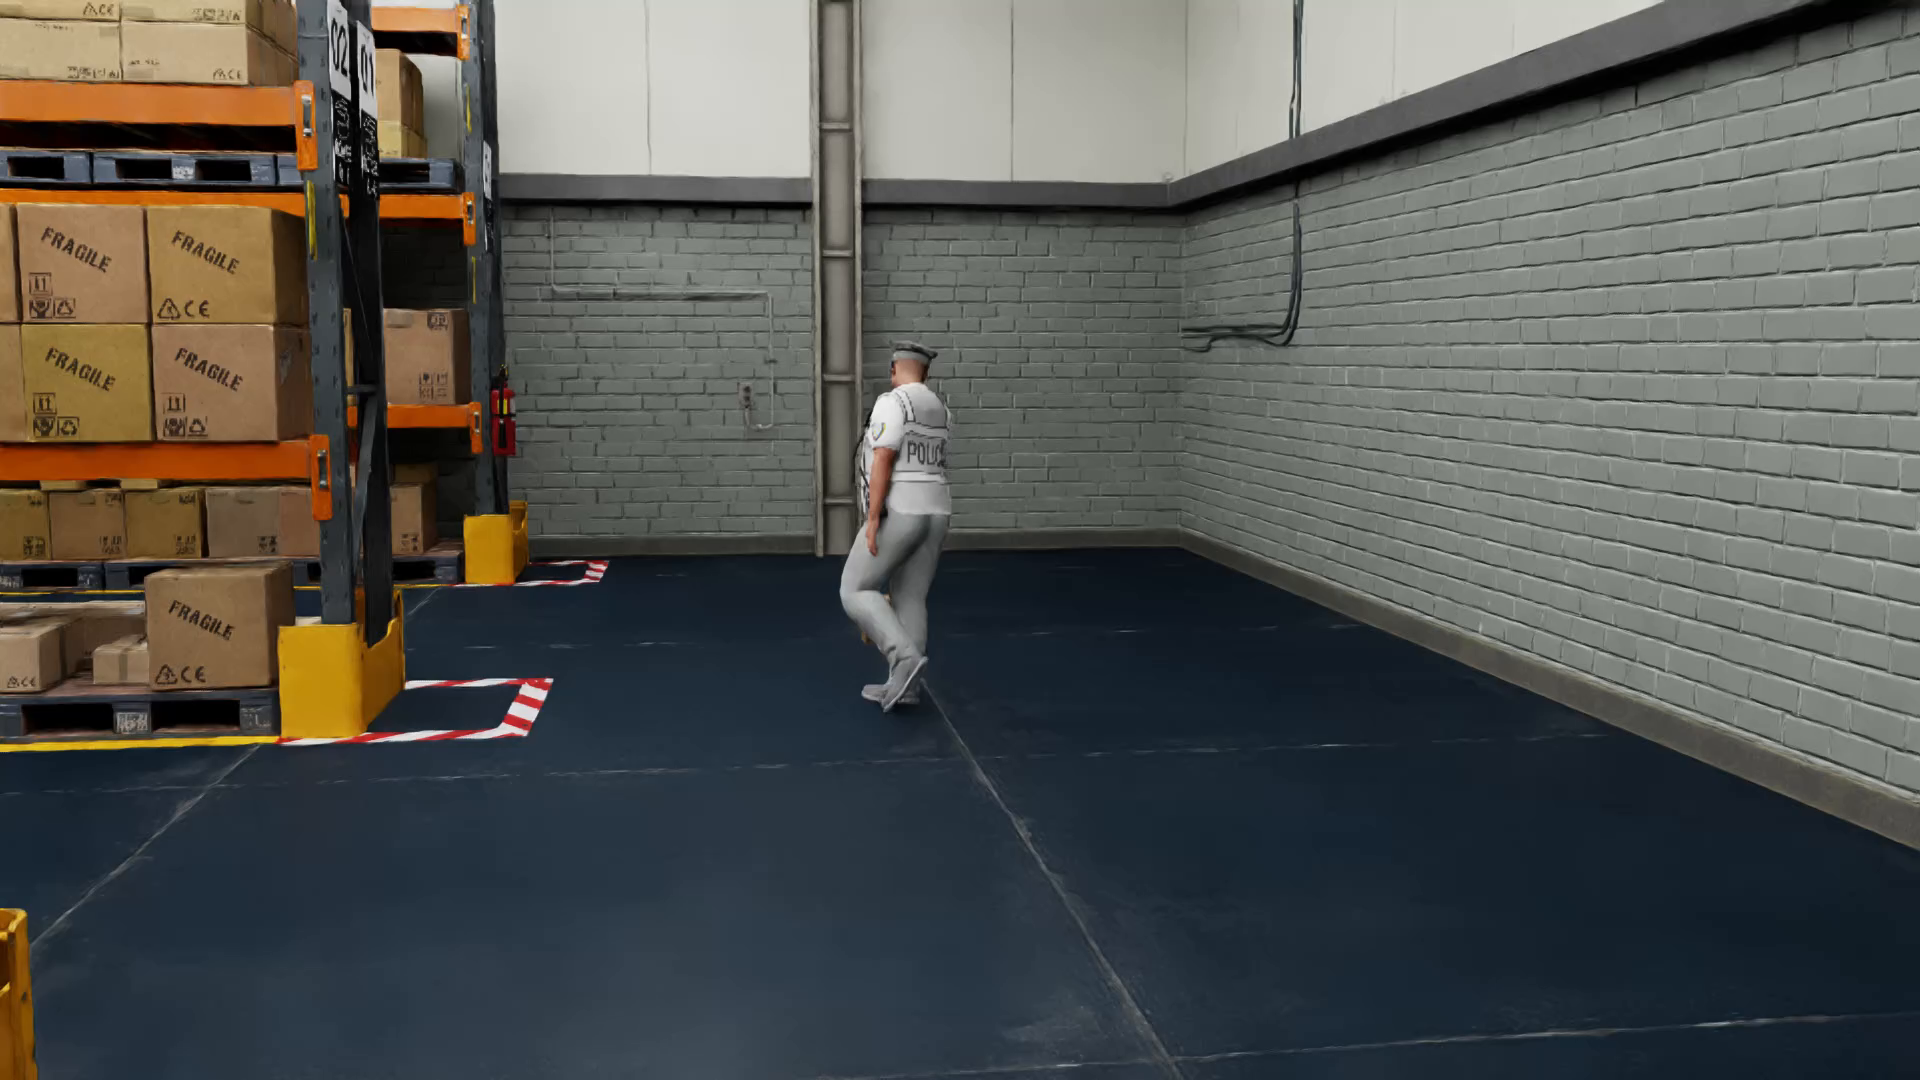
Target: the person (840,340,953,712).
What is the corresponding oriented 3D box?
[{"bbox_3d":[-0.244,-0.081,7.919,0.490,1.728,0.608,4,8,35],"label":"person"}]
